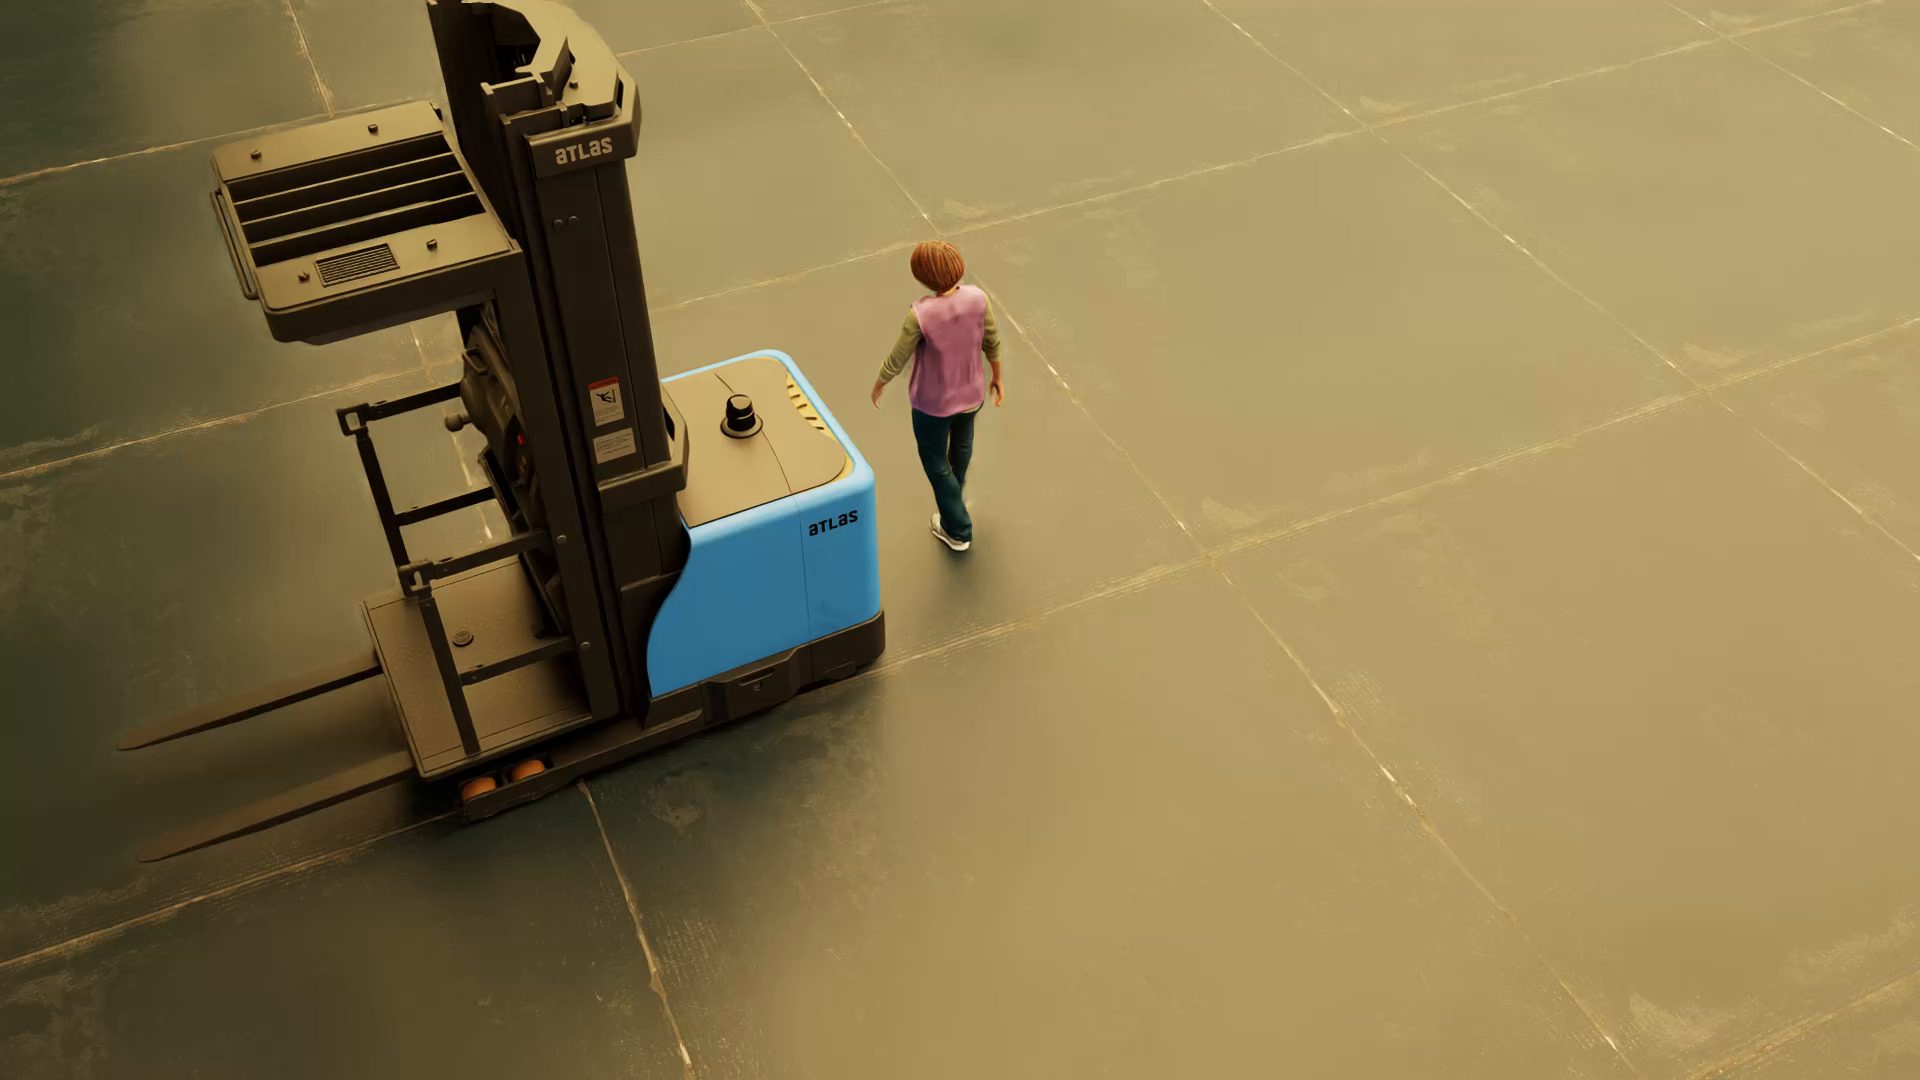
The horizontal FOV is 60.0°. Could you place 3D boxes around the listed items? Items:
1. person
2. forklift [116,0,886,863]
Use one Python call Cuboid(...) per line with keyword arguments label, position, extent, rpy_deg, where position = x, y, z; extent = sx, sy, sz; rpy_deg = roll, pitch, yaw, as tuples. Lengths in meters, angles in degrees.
Cuboid(label="person", position=(-0.106, -0.681, 7.416), extent=(0.566, 1.564, 0.603), rpy_deg=(-21, 47, -21))
Cuboid(label="forklift", position=(-1.874, -0.378, 6.085), extent=(3.031, 2.935, 1.130), rpy_deg=(-19, 46, -19))
